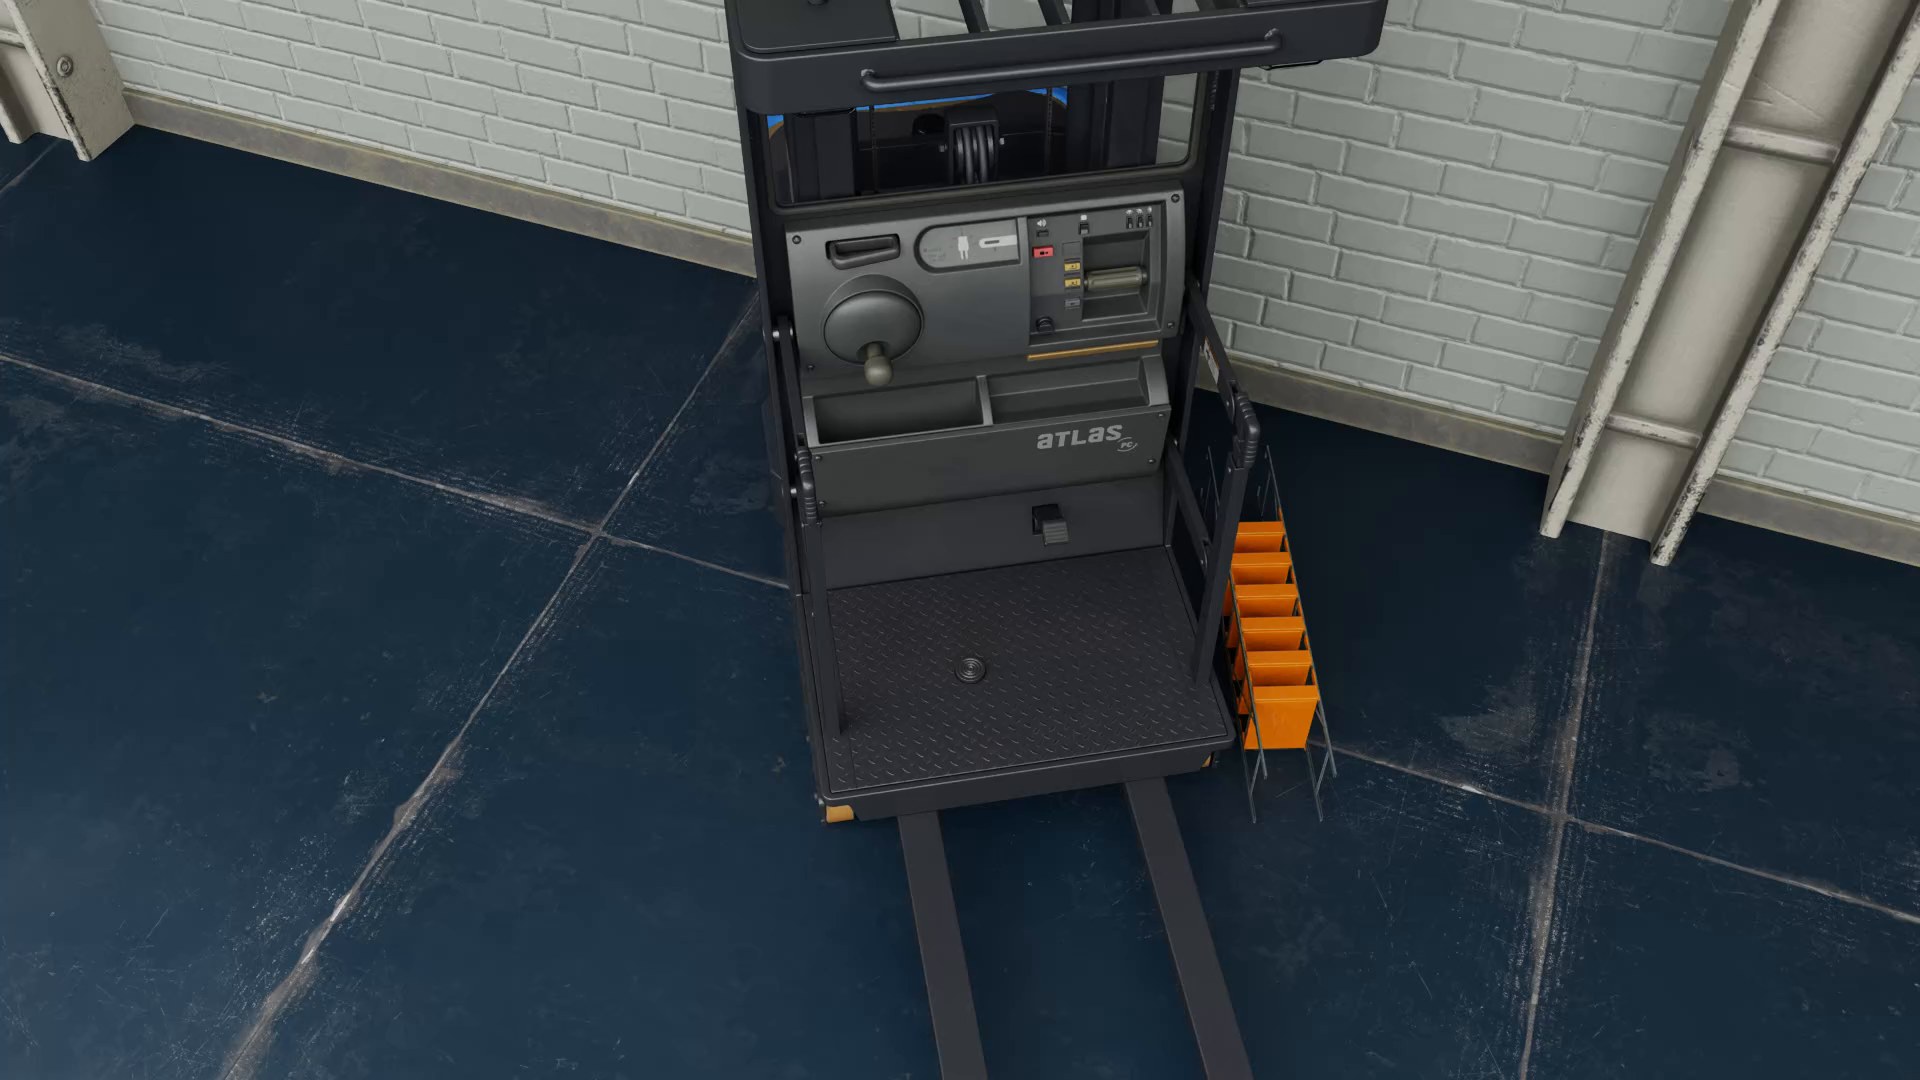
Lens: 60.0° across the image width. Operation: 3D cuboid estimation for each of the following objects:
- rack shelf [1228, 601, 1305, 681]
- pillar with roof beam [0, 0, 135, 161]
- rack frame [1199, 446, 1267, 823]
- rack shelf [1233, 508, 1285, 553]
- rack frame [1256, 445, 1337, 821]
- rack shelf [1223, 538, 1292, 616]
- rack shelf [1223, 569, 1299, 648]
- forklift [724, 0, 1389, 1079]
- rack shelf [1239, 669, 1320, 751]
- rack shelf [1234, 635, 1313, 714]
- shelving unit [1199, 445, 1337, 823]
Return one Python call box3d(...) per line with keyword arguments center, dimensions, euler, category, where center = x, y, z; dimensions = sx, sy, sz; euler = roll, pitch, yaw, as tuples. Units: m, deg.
box3d(center=(0.880, 0.297, 4.798), dimensions=(0.180, 0.258, 0.103), euler=(-1, 49, -1), category="rack shelf")
box3d(center=(-5.046, -1.544, 0.633), dimensions=(0.400, 9.000, 9.100), euler=(16, 51, 13), category="pillar with roof beam")
box3d(center=(0.787, 0.242, 4.846), dimensions=(0.006, 0.240, 1.200), euler=(-1, 49, -1), category="rack frame")
box3d(center=(0.870, 0.025, 5.034), dimensions=(0.180, 0.258, 0.103), euler=(-1, 49, -1), category="rack shelf")
box3d(center=(0.969, 0.238, 4.849), dimensions=(0.006, 0.240, 1.200), euler=(-1, 49, -1), category="rack frame")
box3d(center=(0.873, 0.115, 4.955), dimensions=(0.180, 0.258, 0.103), euler=(-1, 49, -1), category="rack shelf")
box3d(center=(0.877, 0.206, 4.877), dimensions=(0.180, 0.258, 0.103), euler=(-1, 49, -1), category="rack shelf")
box3d(center=(0.108, -0.491, 3.736), dimensions=(1.130, 2.935, 3.031), euler=(-7, 50, -6), category="forklift")
box3d(center=(0.887, 0.478, 4.641), dimensions=(0.180, 0.258, 0.103), euler=(-1, 49, -1), category="rack shelf")
box3d(center=(0.884, 0.387, 4.720), dimensions=(0.180, 0.258, 0.103), euler=(-1, 49, -1), category="rack shelf")
box3d(center=(0.878, 0.240, 4.848), dimensions=(0.189, 0.258, 1.200), euler=(-1, 49, -1), category="shelving unit")
